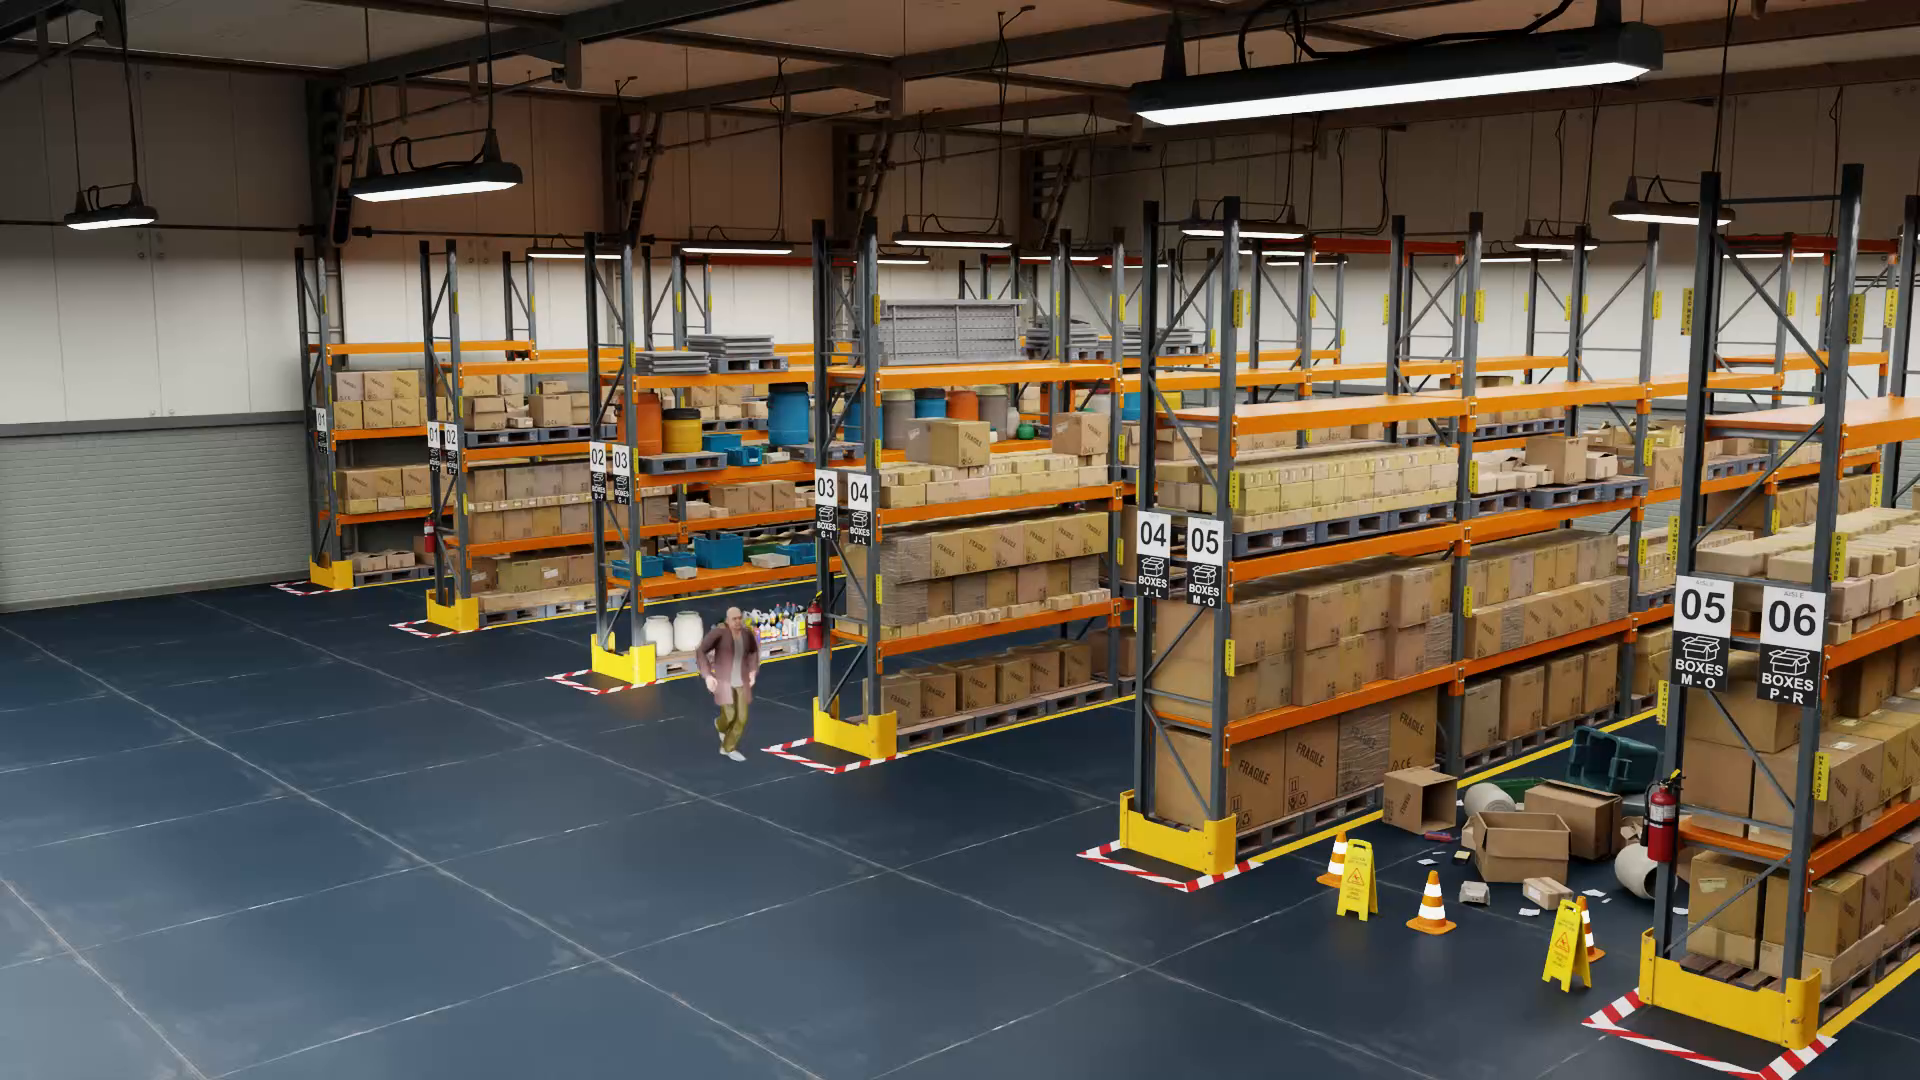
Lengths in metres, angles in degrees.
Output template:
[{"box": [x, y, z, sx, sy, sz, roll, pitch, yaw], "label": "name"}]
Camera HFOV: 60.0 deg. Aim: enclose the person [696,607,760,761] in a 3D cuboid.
[{"box": [-2.595, 1.598, 18.667, 0.775, 1.745, 0.630, -5, 10, -28], "label": "person"}]
